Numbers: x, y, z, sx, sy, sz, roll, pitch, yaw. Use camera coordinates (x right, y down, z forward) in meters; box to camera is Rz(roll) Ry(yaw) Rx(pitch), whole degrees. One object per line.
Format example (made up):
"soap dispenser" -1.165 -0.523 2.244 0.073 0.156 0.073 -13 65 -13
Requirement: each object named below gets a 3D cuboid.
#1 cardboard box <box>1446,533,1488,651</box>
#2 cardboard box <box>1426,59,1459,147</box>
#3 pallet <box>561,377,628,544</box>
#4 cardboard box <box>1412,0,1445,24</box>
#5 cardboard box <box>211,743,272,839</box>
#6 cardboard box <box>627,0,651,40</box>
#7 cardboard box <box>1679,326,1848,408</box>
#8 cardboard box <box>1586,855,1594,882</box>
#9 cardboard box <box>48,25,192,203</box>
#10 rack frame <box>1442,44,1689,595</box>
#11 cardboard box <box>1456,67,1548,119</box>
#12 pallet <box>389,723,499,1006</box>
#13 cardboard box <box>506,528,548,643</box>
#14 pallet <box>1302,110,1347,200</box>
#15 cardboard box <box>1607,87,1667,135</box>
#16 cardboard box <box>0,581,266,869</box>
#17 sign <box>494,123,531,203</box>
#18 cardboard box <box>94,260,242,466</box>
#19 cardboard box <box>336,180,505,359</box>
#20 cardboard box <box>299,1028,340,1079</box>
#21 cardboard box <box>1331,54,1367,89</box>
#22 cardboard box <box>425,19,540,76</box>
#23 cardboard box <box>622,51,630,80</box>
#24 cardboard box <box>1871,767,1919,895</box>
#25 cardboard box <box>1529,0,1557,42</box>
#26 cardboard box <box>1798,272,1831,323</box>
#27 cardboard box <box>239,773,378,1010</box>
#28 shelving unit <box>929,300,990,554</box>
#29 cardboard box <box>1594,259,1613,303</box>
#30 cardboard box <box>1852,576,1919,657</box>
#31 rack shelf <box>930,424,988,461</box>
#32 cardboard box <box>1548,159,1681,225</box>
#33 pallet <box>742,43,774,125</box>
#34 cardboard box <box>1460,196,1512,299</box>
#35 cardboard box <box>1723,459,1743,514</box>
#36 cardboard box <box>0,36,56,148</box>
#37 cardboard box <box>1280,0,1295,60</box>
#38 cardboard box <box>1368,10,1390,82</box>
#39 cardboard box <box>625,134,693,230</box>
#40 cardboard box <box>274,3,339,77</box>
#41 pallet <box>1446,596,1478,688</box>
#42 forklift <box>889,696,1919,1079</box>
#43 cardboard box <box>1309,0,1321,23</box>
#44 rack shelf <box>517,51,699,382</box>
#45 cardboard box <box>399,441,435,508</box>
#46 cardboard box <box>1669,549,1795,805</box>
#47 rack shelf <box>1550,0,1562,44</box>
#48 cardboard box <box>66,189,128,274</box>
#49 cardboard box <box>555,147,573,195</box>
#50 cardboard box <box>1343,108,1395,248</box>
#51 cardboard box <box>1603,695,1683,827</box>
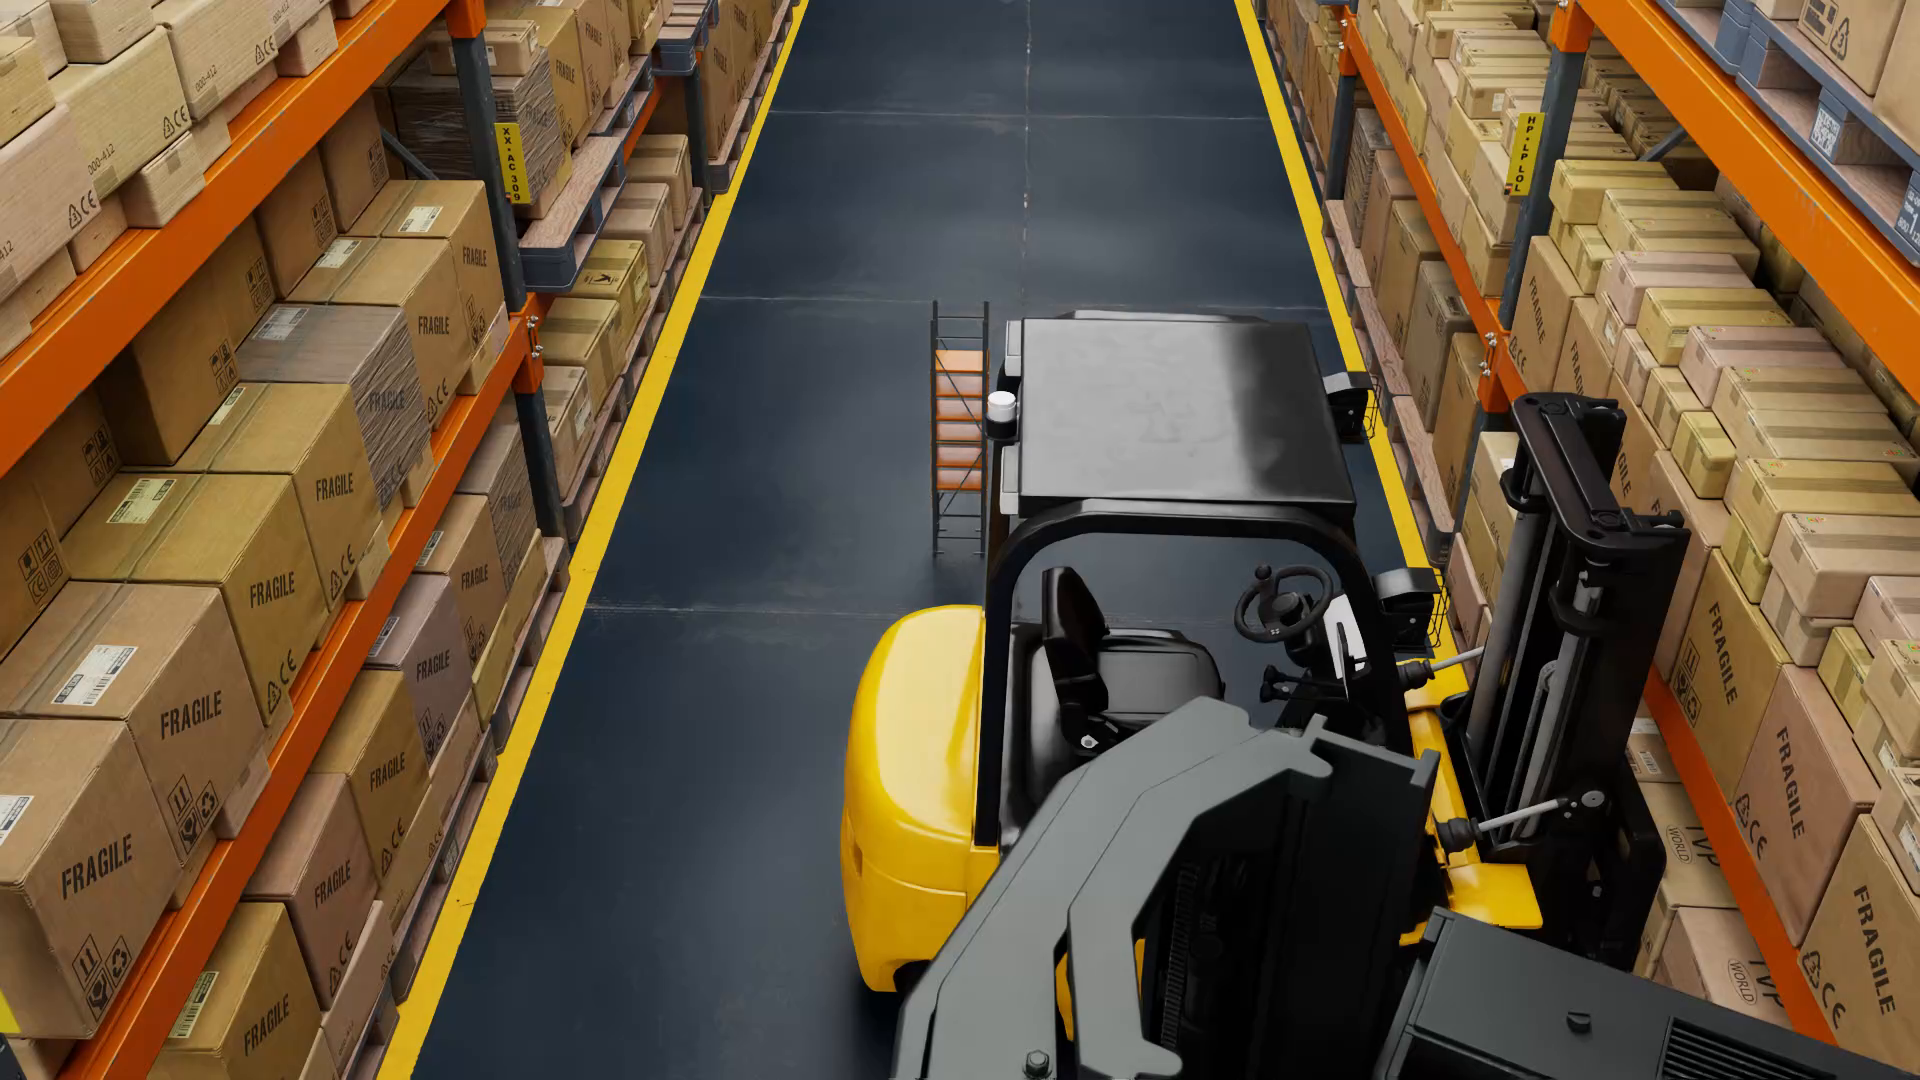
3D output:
"cardboard box" 2.323 0.218 6.857 0.500 0.250 0.500 2 35 2
"cardboard box" 2.477 -2.026 7.720 0.500 0.250 0.500 2 35 3
"pallet" -2.257 -0.424 8.170 1.003 0.211 1.213 1 35 2
"cardboard box" 2.486 -2.692 8.320 0.380 0.149 0.250 2 35 3
"cardboard box" -2.083 0.652 4.432 0.380 0.149 0.250 2 35 3
"cardboard box" -1.895 -2.896 8.551 0.500 0.500 0.500 -1 35 -1
"cardboard box" 2.392 -0.515 4.965 0.380 0.149 0.250 1 35 2
"cardboard box" 2.274 0.882 5.478 0.500 0.250 0.500 1 35 2
"cardboard box" -2.135 -0.977 3.794 0.500 0.250 0.500 2 35 3
"rack frame" 2.673 -1.005 6.572 1.000 3.000 0.127 1 35 2
"cardboard box" 2.398 -1.955 7.272 0.380 0.149 0.250 0 35 0
"pallet" -2.324 1.112 5.984 1.003 0.211 1.213 1 35 2
"cardboard box" -2.042 0.181 6.910 0.500 0.250 0.500 3 35 4
"pallet" 2.902 -2.591 11.253 1.003 0.211 1.213 1 35 2
"cardboard box" 2.976 -1.805 7.059 0.380 0.149 0.250 1 35 2
"cardboard box" -2.133 0.454 4.149 0.500 0.500 0.500 2 35 3
"sign" -1.744 -1.464 6.472 0.100 0.325 0.005 1 35 2
"cardboard box" -2.540 -0.559 4.722 0.700 0.500 0.500 1 35 2
"cardboard box" -2.056 -1.019 6.246 0.500 0.500 0.500 0 35 1
"cardboard box" -2.138 1.676 4.782 0.500 0.250 0.500 1 35 1
"cardboard box" 2.601 -3.008 10.665 0.380 0.149 0.250 0 35 0
"cardboard box" -1.914 -1.980 6.683 0.380 0.149 0.250 1 35 2
"cardboard box" -1.887 -2.399 8.408 0.380 0.149 0.250 0 35 0
"cardboard box" 2.227 0.633 3.589 0.380 0.149 0.250 2 35 3
"cardboard box" 2.981 -2.536 8.098 0.380 0.149 0.250 2 35 3
"cardboard box" 2.966 -0.802 5.373 0.380 0.149 0.250 1 35 1
"cardboard box" -2.121 1.055 5.014 0.500 0.500 0.500 0 35 0
"shelving unit" -0.001 -0.483 7.393 0.258 1.200 0.189 1 35 2
"cardboard box" 2.406 -0.836 5.679 0.380 0.149 0.250 1 35 2
"cardboard box" 2.363 0.219 3.919 0.380 0.149 0.250 2 35 2
"rack shelf" -0.001 -0.446 7.419 0.258 0.103 0.180 1 35 2
"cardboard box" 2.364 -1.257 6.020 0.380 0.149 0.250 2 35 3
"pallet" -1.967 -3.426 12.441 1.003 0.211 1.213 1 35 2
"cardboard box" 2.432 -1.240 7.036 0.500 0.250 0.500 2 35 3
"cardboard box" 2.374 -0.098 4.630 0.380 0.149 0.250 1 35 2
"cardboard box" -2.079 -0.900 3.338 0.380 0.149 0.250 1 35 2
"cardboard box" 2.714 -3.885 12.478 0.500 0.500 0.500 0 35 0
"cardboard box" 2.547 -2.704 9.119 0.500 0.250 0.500 1 35 1
"cardboard box" -2.158 -2.188 10.175 0.950 0.372 0.625 -1 35 -1
"cardboard box" -2.050 -1.463 4.833 0.380 0.149 0.250 2 35 3
"pallet" 2.600 0.591 6.725 1.003 0.211 1.213 1 35 2
"forklift" 0.765 1.766 2.688 3.031 2.935 1.130 17 39 23
"cardboard box" 2.682 -3.769 11.749 0.380 0.149 0.250 0 35 0
"rack shelf" -2.206 -1.973 8.574 1.077 0.370 4.000 1 35 2
"cardboard box" -2.032 -0.240 5.701 0.380 0.149 0.250 1 35 1
"cardboard box" 2.320 0.371 4.527 0.500 0.500 0.500 1 35 1
"rack shelf" 2.754 -3.087 7.551 1.077 0.370 4.000 1 35 2
"cardboard box" -2.151 -0.727 3.786 0.380 0.149 0.250 0 35 0
"cardboard box" -1.930 -1.640 7.329 0.380 0.149 0.250 2 35 3
"cardboard box" 2.795 -2.146 9.895 0.875 0.625 0.625 2 35 3
"cardboard box" 2.272 0.690 5.315 0.500 0.250 0.500 1 35 1
